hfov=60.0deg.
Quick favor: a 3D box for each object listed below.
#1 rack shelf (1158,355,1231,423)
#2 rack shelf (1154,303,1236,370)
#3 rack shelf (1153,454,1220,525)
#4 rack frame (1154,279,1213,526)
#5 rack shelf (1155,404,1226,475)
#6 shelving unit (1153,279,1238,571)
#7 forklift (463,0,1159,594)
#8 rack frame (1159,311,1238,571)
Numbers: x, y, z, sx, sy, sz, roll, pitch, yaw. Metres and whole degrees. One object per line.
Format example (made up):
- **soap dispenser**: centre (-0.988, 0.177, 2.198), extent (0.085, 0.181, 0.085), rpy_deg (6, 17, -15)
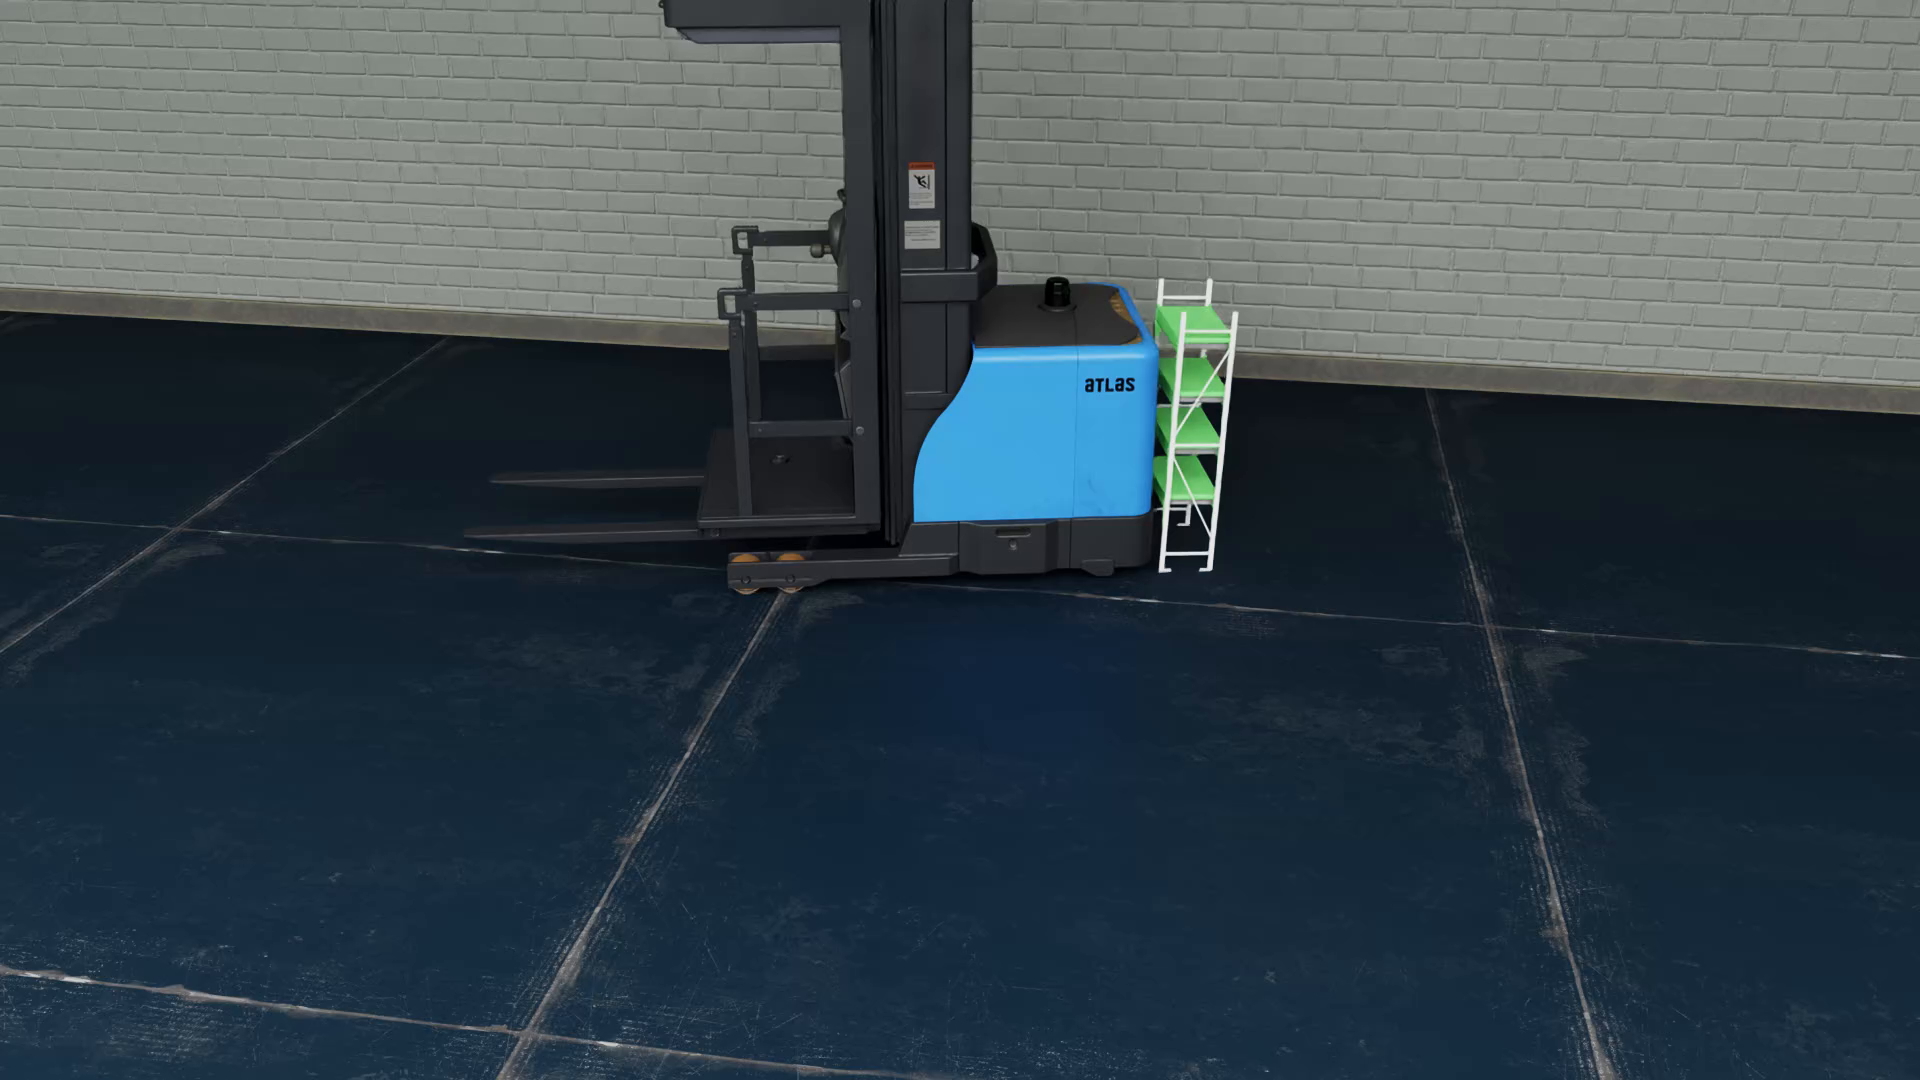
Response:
- **rack shelf**: centre (1.011, -0.671, 7.344), extent (0.258, 0.148, 0.480), rpy_deg (-1, 25, -5)
- **rack shelf**: centre (1.018, -0.889, 7.243), extent (0.258, 0.148, 0.480), rpy_deg (-1, 25, -5)
- **rack shelf**: centre (0.998, -0.236, 7.547), extent (0.258, 0.148, 0.480), rpy_deg (-1, 25, -5)
- **rack frame**: centre (0.986, -0.615, 7.639), extent (0.240, 1.200, 0.015), rpy_deg (-1, 25, -5)
- **rack shelf**: centre (1.005, -0.454, 7.446), extent (0.258, 0.148, 0.480), rpy_deg (-1, 25, -5)
- **shelving unit**: centre (1.006, -0.512, 7.419), extent (0.258, 1.200, 0.503), rpy_deg (-1, 25, -5)
- **forklift**: centre (-0.685, -1.326, 7.126), extent (3.031, 2.935, 1.130), rpy_deg (-2, 25, -3)
- **rack frame**: centre (1.027, -0.408, 7.199), extent (0.240, 1.200, 0.015), rpy_deg (-1, 25, -5)
